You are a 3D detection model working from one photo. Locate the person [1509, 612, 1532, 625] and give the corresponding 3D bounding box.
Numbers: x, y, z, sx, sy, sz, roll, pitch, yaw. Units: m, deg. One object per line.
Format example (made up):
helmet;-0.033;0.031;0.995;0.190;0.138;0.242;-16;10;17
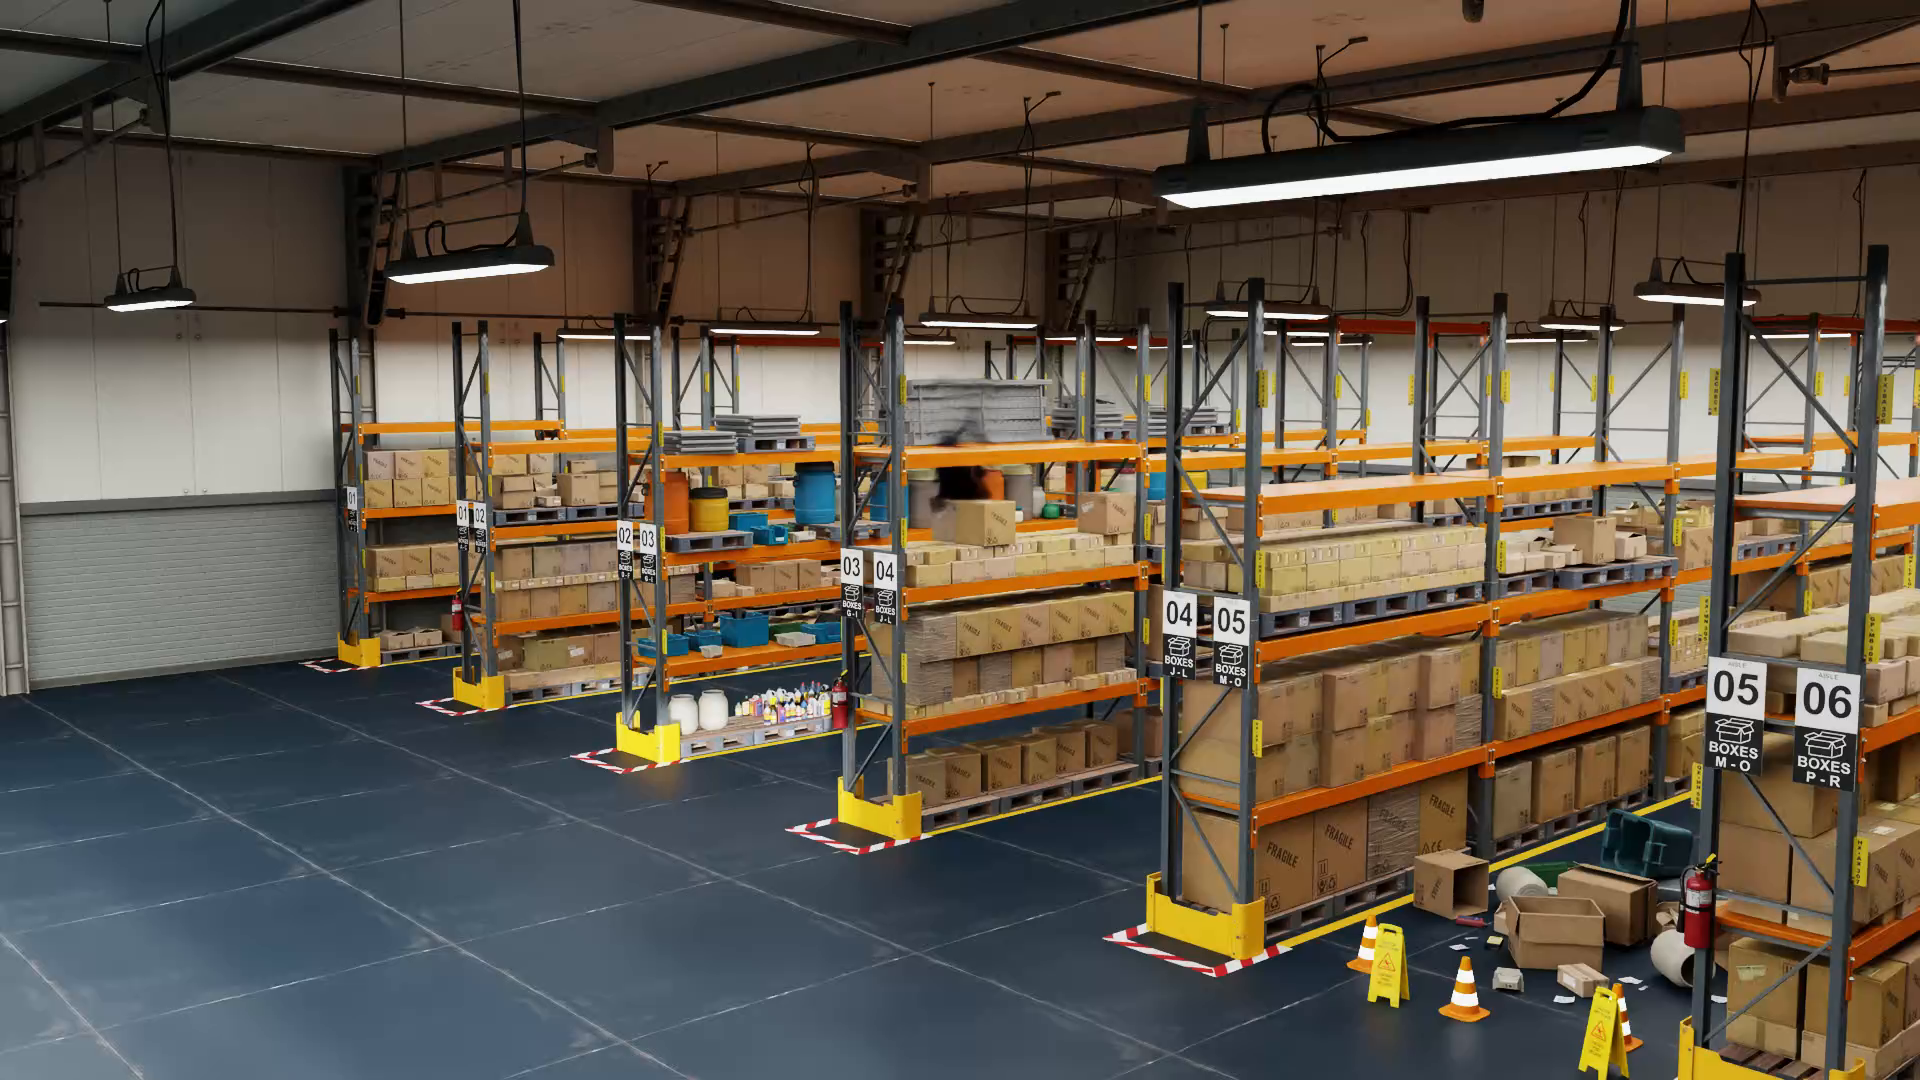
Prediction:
person;8.379;1.831;24.758;0.712;1.745;0.897;4;7;37
